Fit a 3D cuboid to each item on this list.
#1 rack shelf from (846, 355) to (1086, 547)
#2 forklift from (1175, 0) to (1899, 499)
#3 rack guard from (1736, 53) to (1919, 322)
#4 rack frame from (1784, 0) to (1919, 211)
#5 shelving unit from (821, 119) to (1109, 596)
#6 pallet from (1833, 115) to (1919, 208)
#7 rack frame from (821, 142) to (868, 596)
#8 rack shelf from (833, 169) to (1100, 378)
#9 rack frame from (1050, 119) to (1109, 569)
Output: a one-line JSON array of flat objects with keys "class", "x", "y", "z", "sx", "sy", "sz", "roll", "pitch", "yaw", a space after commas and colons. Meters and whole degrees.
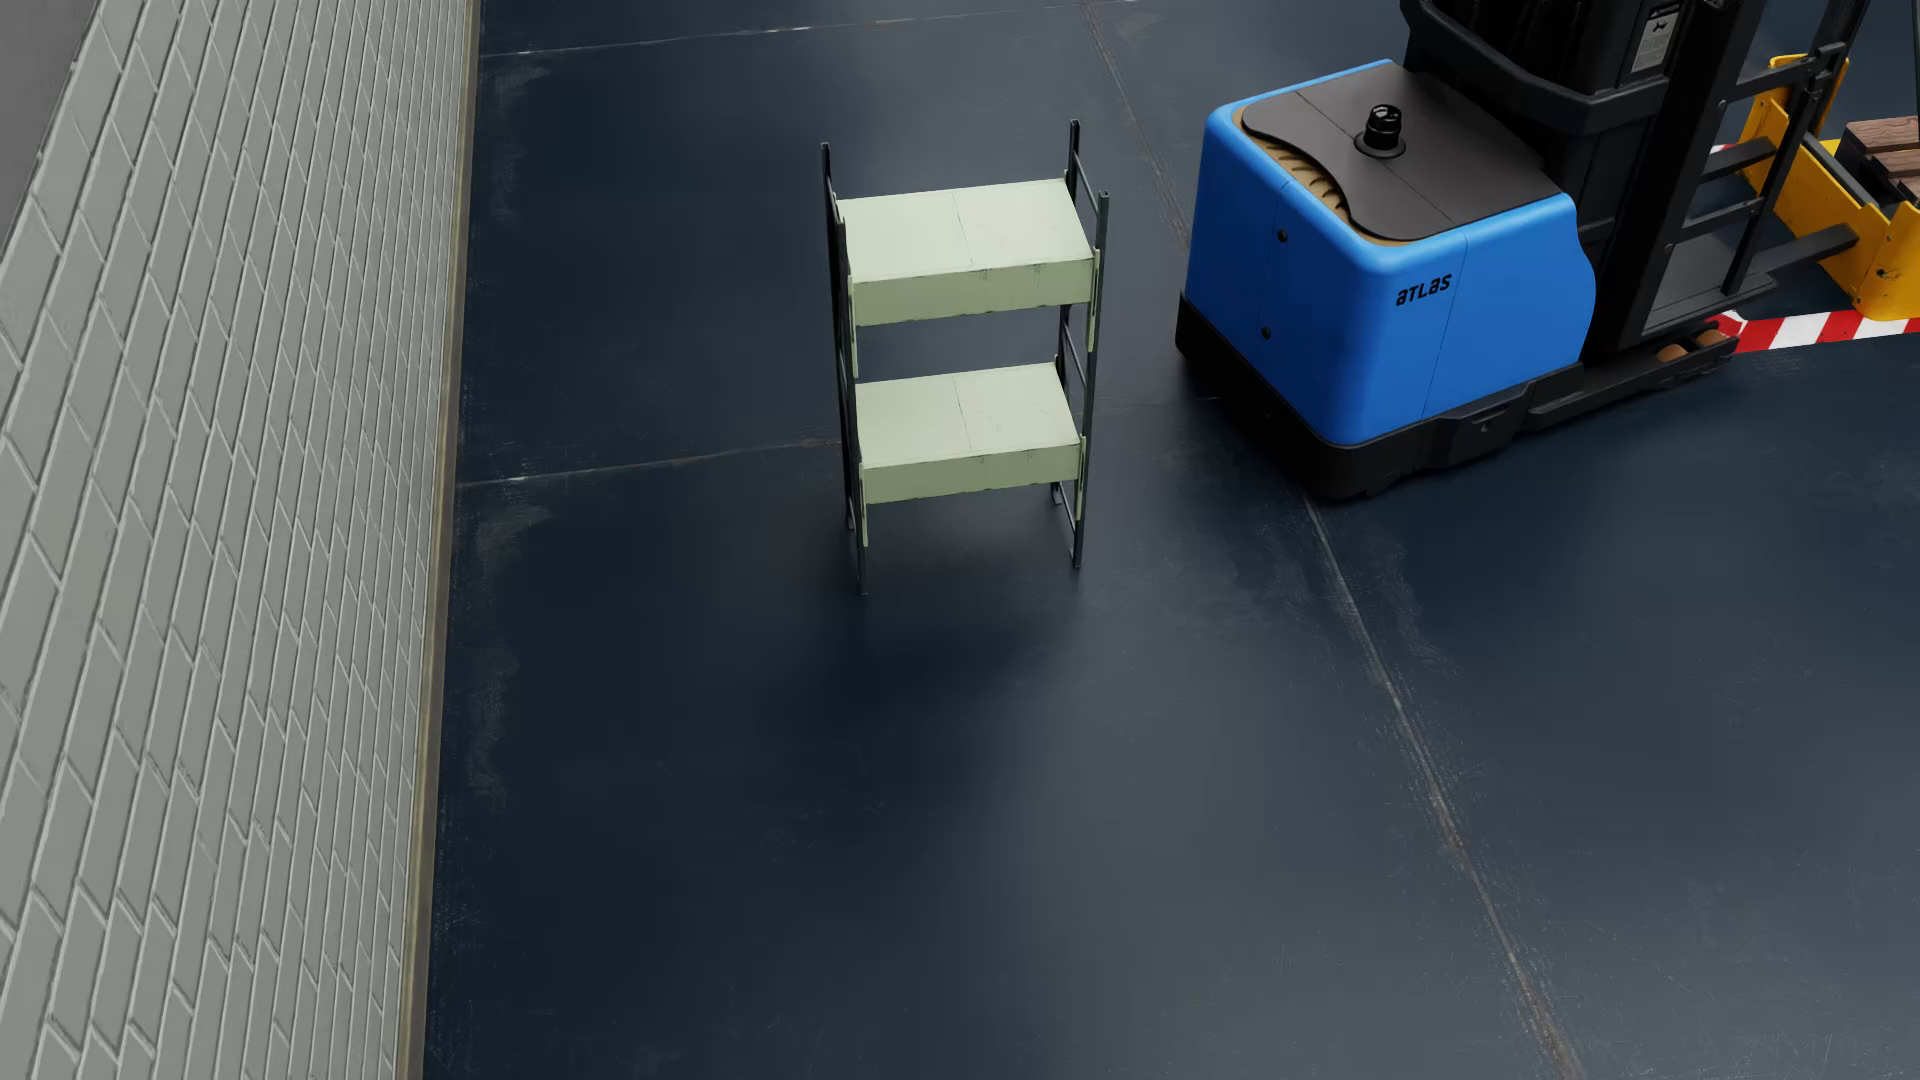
[{"class": "rack shelf", "x": 0.007, "y": -0.295, "z": 5.445, "sx": 0.720, "sy": 0.370, "sz": 0.431, "roll": -7, "pitch": 46, "yaw": -7}, {"class": "forklift", "x": 2.377, "y": -1.912, "z": 5.557, "sx": 3.031, "sy": 2.935, "sz": 1.130, "roll": -20, "pitch": 49, "yaw": -18}, {"class": "rack guard", "x": 3.662, "y": -1.467, "z": 6.816, "sx": 0.348, "sy": 0.500, "sz": 1.175, "roll": -7, "pitch": 46, "yaw": -7}, {"class": "rack frame", "x": 3.684, "y": -2.346, "z": 5.928, "sx": 0.127, "sy": 3.000, "sz": 1.000, "roll": -7, "pitch": 46, "yaw": -7}, {"class": "shelving unit", "x": 0.007, "y": -0.521, "z": 5.211, "sx": 0.755, "sy": 1.500, "sz": 0.431, "roll": -7, "pitch": 46, "yaw": -7}, {"class": "pallet", "x": 4.503, "y": -1.453, "z": 7.003, "sx": 1.213, "sy": 0.211, "sz": 1.003, "roll": -7, "pitch": 46, "yaw": -7}, {"class": "rack frame", "x": -0.354, "y": -0.476, "z": 5.167, "sx": 0.023, "sy": 1.500, "sz": 0.400, "roll": -7, "pitch": 46, "yaw": -7}, {"class": "rack shelf", "x": 0.007, "y": -0.792, "z": 4.930, "sx": 0.720, "sy": 0.370, "sz": 0.431, "roll": -7, "pitch": 46, "yaw": -7}, {"class": "rack frame", "x": 0.367, "y": -0.566, "z": 5.254, "sx": 0.023, "sy": 1.500, "sz": 0.400, "roll": -7, "pitch": 46, "yaw": -7}]
